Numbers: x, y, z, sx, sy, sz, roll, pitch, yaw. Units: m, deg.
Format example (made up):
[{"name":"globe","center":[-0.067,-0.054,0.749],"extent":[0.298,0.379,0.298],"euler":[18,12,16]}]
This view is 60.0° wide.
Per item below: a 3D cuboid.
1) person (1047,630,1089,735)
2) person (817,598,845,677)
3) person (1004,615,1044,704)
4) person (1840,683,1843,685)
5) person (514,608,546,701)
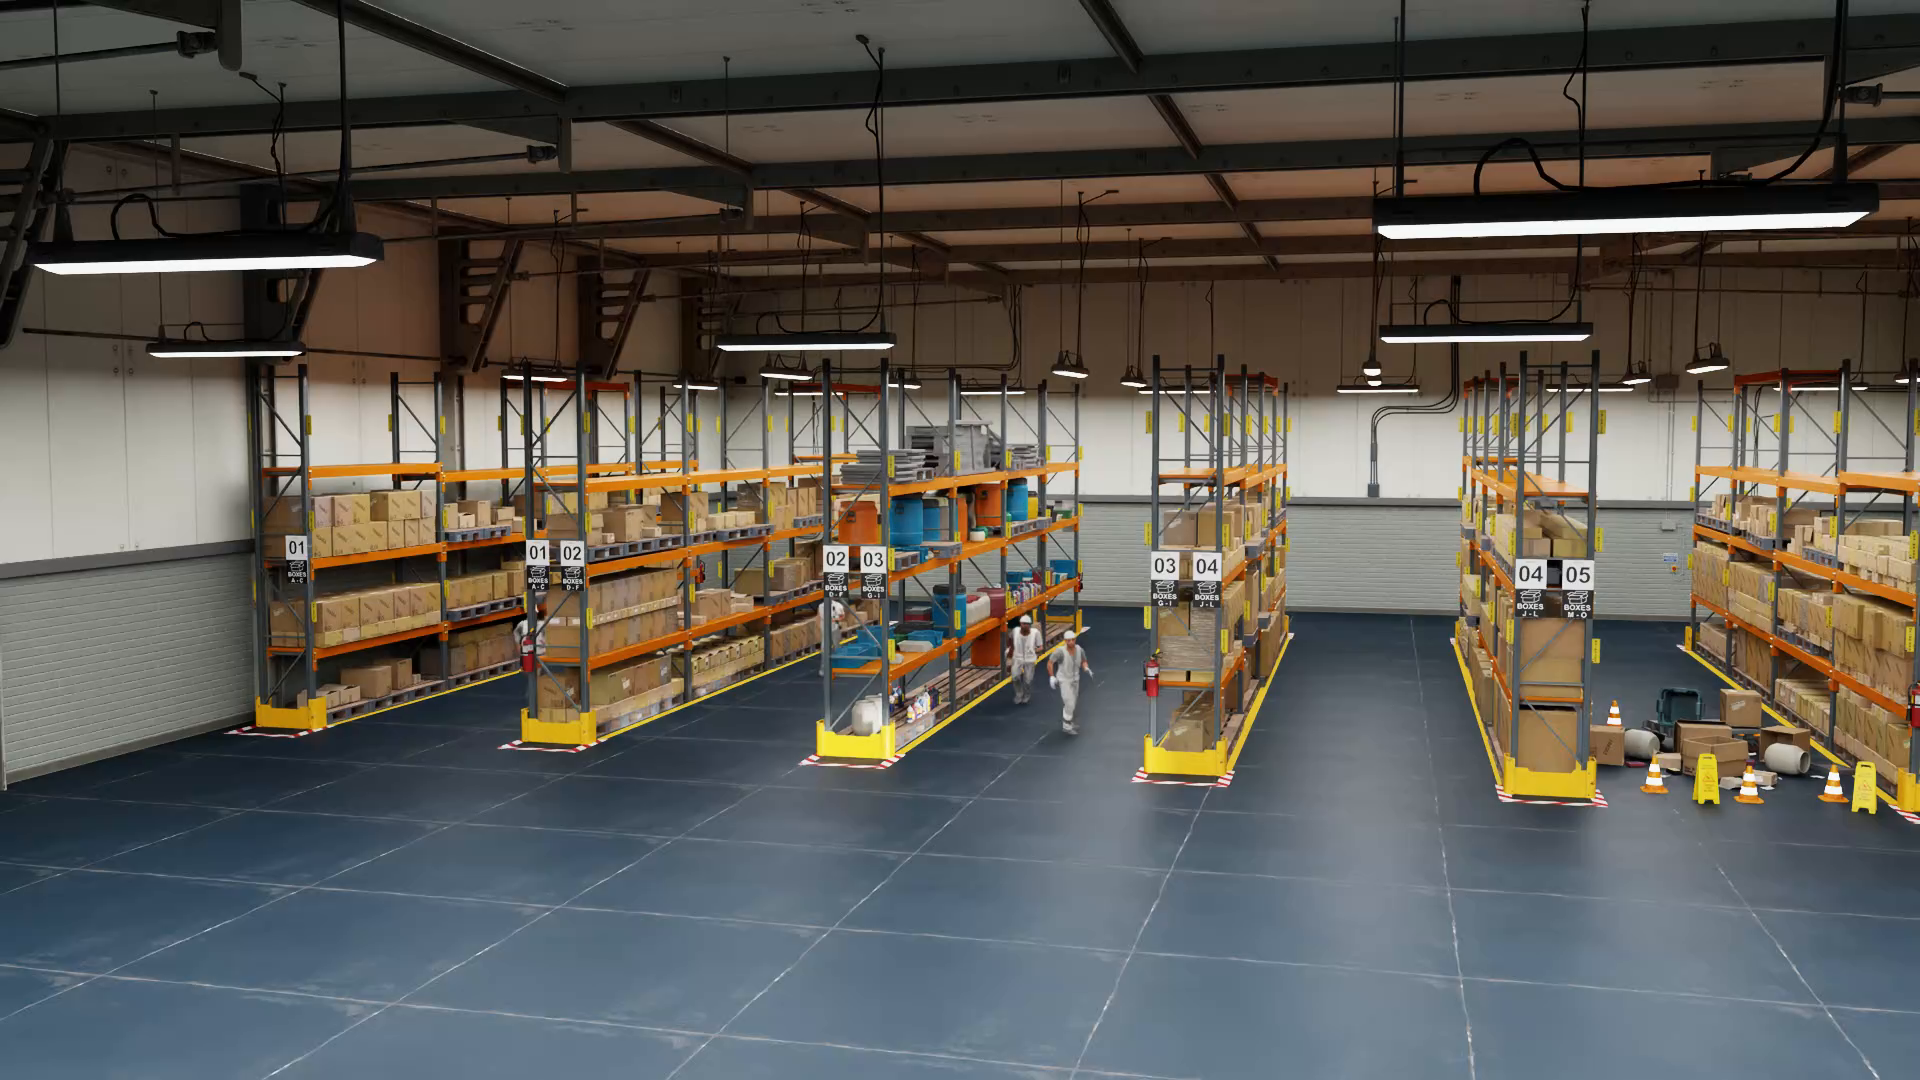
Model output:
[{"name":"person","center":[1.752,2.306,27.046],"extent":[0.672,1.734,0.655],"euler":[-3,5,-36]},{"name":"person","center":[-2.597,1.849,33.503],"extent":[0.623,1.714,0.824],"euler":[1,4,12]},{"name":"person","center":[1.129,2.127,29.491],"extent":[0.720,1.643,0.967],"euler":[0,4,5]},{"name":"person","center":[17.032,1.960,31.491],"extent":[0.625,1.730,1.038],"euler":[1,4,10]},{"name":"person","center":[-7.801,2.052,30.364],"extent":[0.681,1.740,0.851],"euler":[-1,4,-8]}]
